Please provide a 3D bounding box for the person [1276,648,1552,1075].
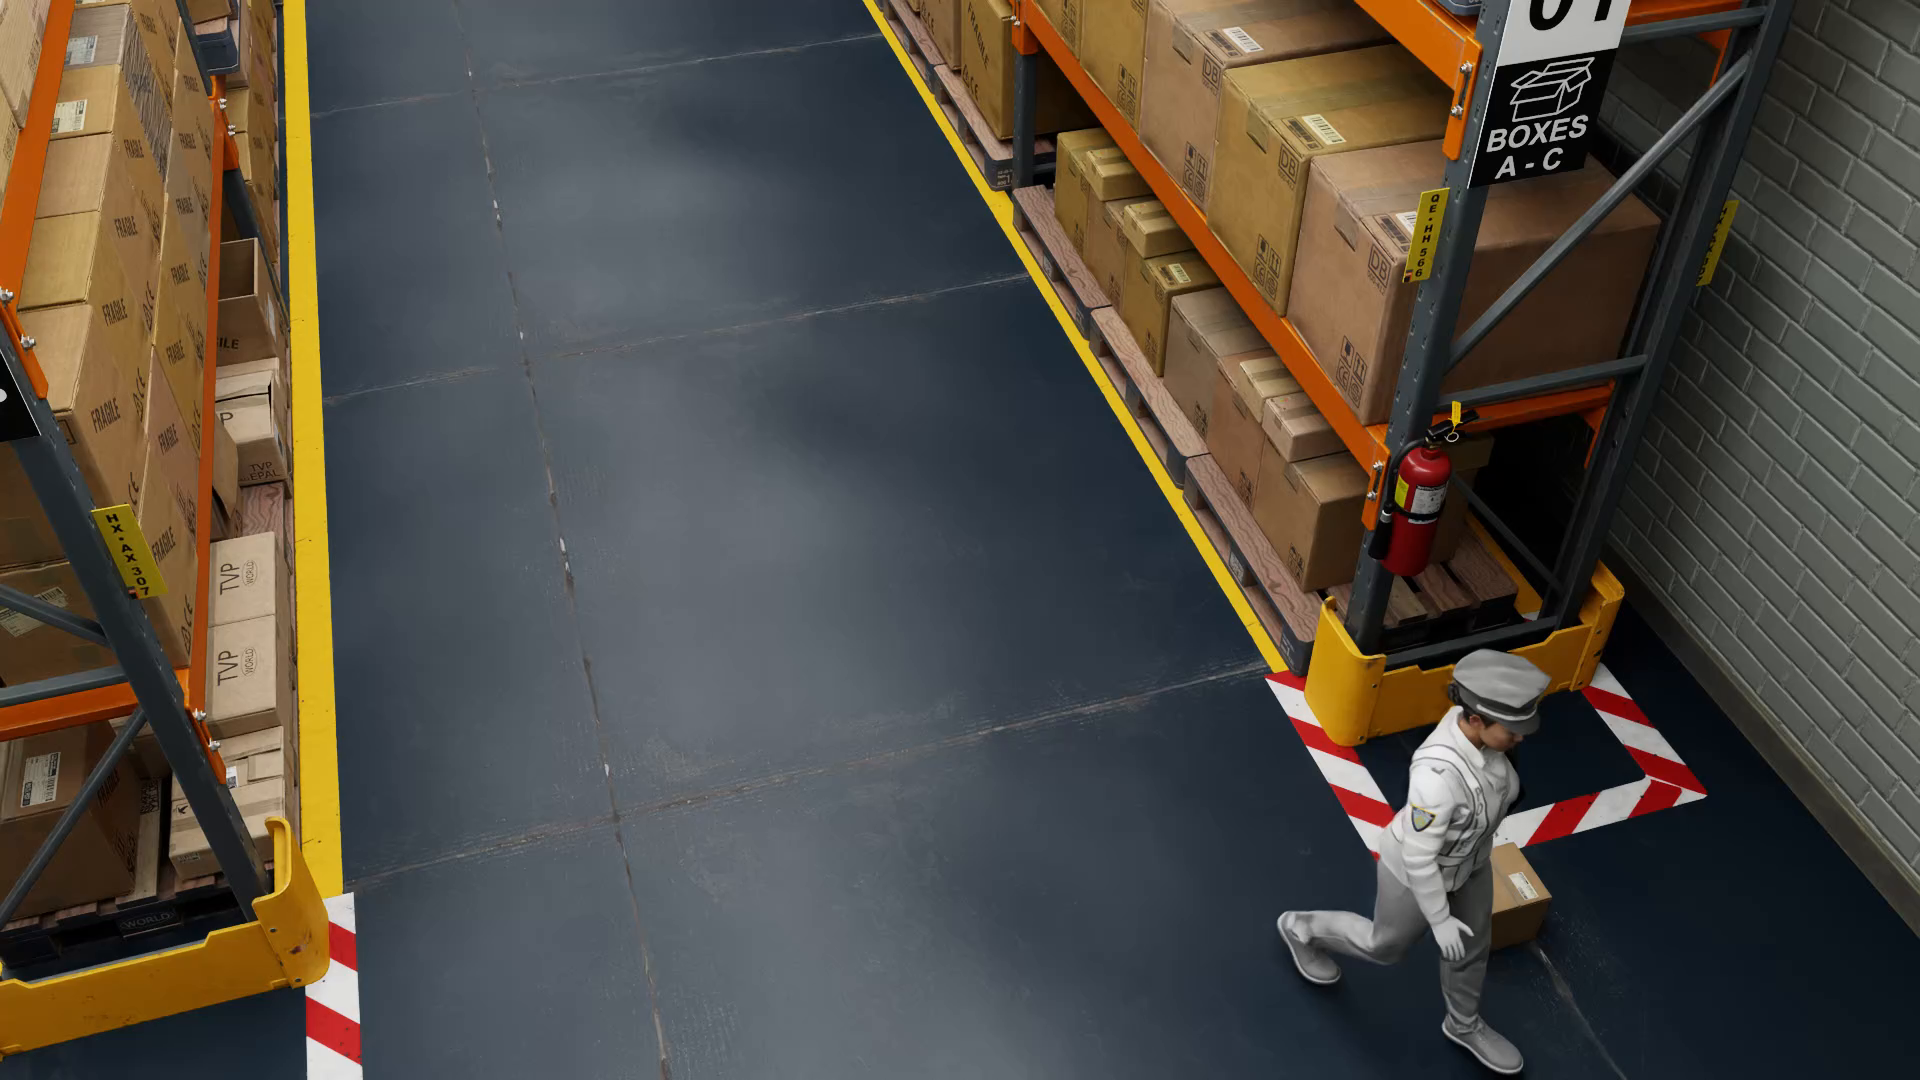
[{"bbox_3d":[1.459,0.985,5.080,0.885,1.629,0.508,33,52,31],"label":"person"}]
